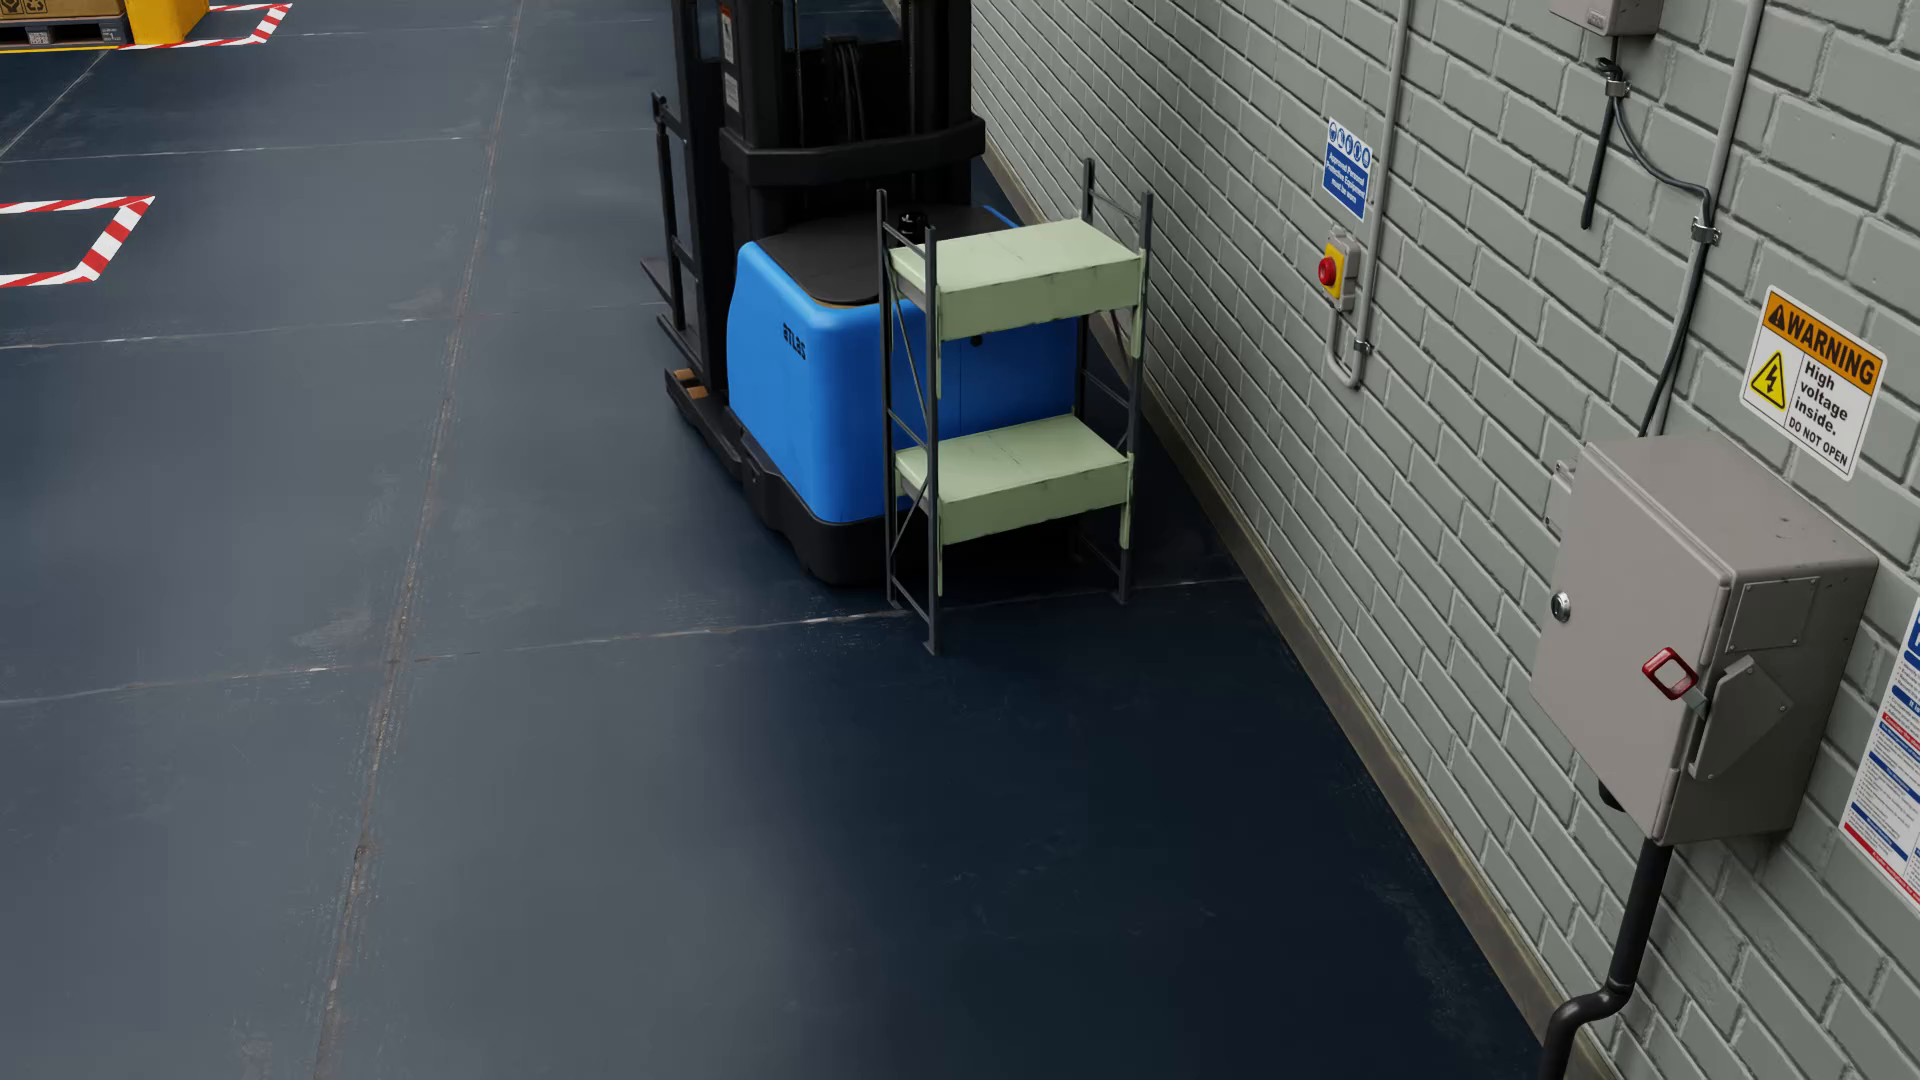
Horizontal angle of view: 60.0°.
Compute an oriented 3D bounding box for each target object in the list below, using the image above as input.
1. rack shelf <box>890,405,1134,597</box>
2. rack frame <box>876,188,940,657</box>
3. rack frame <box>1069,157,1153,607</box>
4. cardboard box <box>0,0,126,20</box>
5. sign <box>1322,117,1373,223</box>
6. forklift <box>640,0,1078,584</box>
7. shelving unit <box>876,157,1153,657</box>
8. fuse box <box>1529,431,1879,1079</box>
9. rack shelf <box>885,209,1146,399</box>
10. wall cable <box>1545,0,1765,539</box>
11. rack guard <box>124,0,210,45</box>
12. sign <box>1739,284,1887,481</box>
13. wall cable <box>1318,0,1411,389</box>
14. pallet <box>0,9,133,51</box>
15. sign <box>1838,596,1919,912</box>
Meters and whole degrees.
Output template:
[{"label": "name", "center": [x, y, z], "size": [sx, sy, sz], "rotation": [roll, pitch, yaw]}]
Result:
[{"label": "rack shelf", "center": [0.168, -0.145, 5.660], "size": [0.720, 0.370, 0.431], "rotation": [-14, 33, -22]}, {"label": "rack frame", "center": [-0.163, -0.346, 5.359], "size": [0.023, 1.500, 0.400], "rotation": [-14, 33, -22]}, {"label": "rack frame", "center": [0.498, -0.505, 5.630], "size": [0.023, 1.500, 0.400], "rotation": [-14, 33, -22]}, {"label": "cardboard box", "center": [-6.861, -4.524, 12.666], "size": [0.875, 0.875, 0.875], "rotation": [-5, 31, -9]}, {"label": "sign", "center": [1.133, -1.088, 4.875], "size": [0.001, 0.218, 0.327], "rotation": [-5, 31, -9]}, {"label": "forklift", "center": [-0.629, -1.836, 6.480], "size": [1.130, 2.935, 3.031], "rotation": [-13, 33, -21]}, {"label": "shelving unit", "center": [0.168, -0.426, 5.494], "size": [0.755, 1.500, 0.431], "rotation": [-14, 33, -22]}, {"label": "fuse box", "center": [1.316, 0.674, 3.416], "size": [0.414, 1.711, 0.539], "rotation": [-5, 31, -9]}, {"label": "rack shelf", "center": [0.168, -0.762, 5.297], "size": [0.720, 0.370, 0.431], "rotation": [-14, 33, -22]}, {"label": "wall cable", "center": [1.348, -0.674, 3.435], "size": [0.122, 1.984, 0.588], "rotation": [-5, 31, -9]}, {"label": "rack guard", "center": [-6.223, -4.281, 13.038], "size": [0.348, 0.500, 1.175], "rotation": [-5, 31, -9]}, {"label": "sign", "center": [1.510, -0.284, 2.959], "size": [0.001, 0.242, 0.339], "rotation": [-5, 31, -9]}, {"label": "wall cable", "center": [1.081, -1.394, 4.628], "size": [0.123, 1.953, 0.585], "rotation": [-5, 31, -9]}, {"label": "pallet", "center": [-7.019, -4.043, 12.917], "size": [1.213, 0.211, 1.003], "rotation": [-5, 31, -9]}, {"label": "sign", "center": [1.609, 0.387, 2.727], "size": [0.001, 0.494, 0.329], "rotation": [-5, 31, -9]}]
